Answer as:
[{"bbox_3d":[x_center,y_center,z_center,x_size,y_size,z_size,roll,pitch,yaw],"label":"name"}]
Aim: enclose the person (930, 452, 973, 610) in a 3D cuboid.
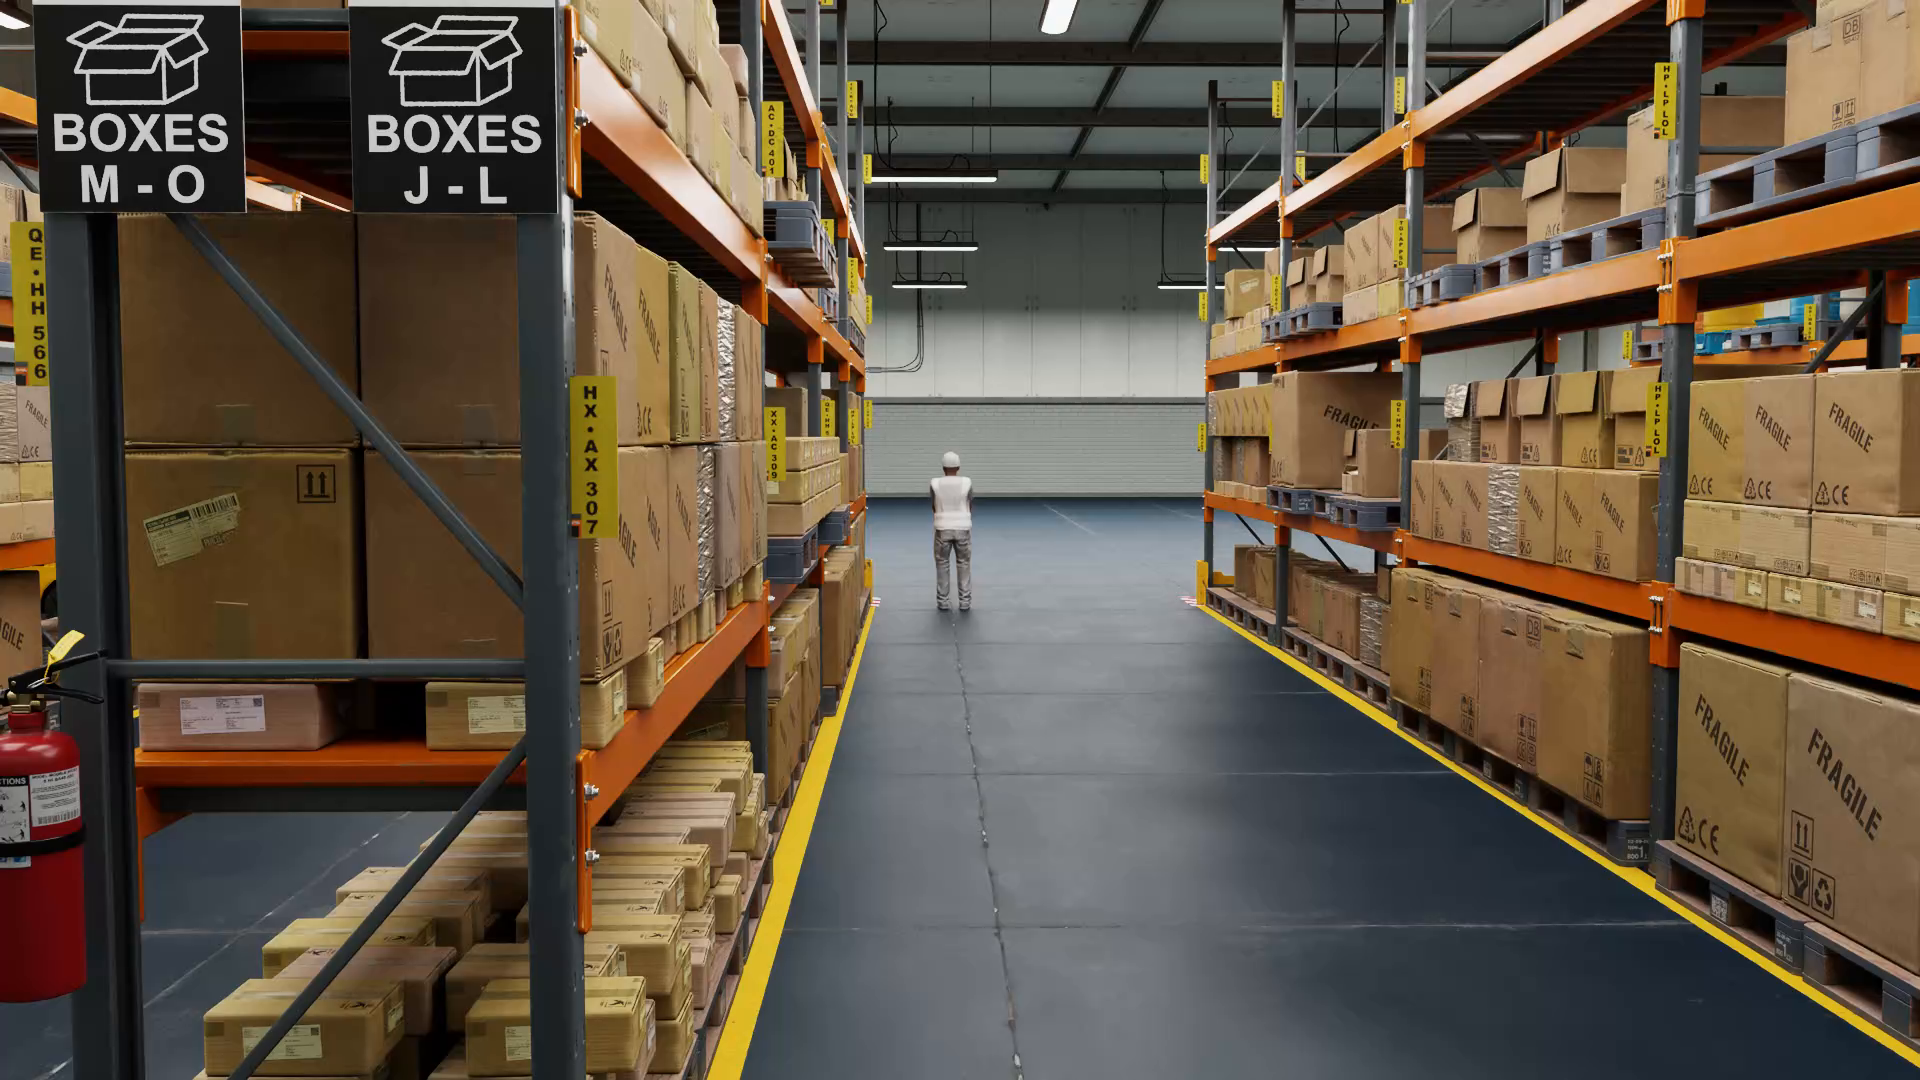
[{"bbox_3d":[-0.098,-0.112,18.799,0.487,1.778,0.575,0,4,-1],"label":"person"}]
